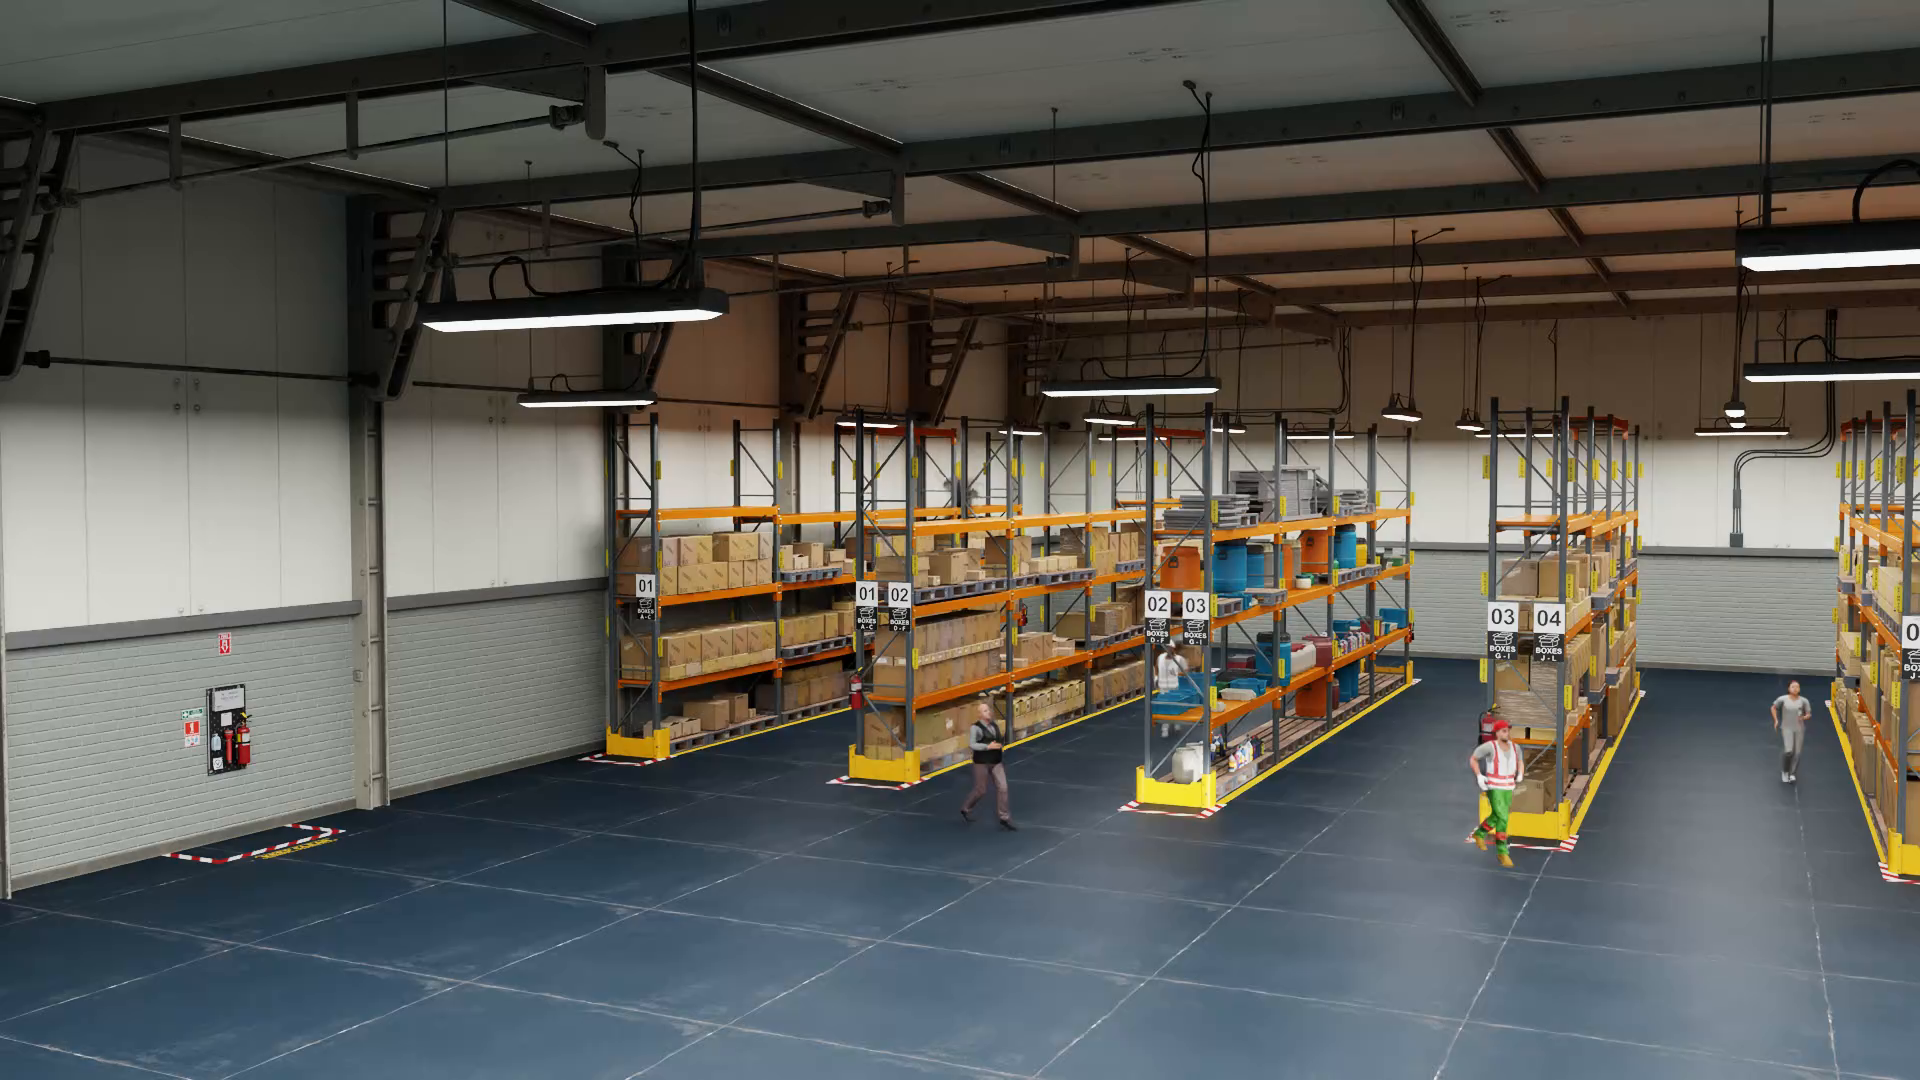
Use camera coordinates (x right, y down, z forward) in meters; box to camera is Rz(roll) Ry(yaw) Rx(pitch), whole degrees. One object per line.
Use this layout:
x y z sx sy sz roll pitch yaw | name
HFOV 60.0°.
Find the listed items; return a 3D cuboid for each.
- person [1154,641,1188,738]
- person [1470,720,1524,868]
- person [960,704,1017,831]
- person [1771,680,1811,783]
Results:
3.952 2.764 31.185 0.684 1.769 1.004 1 3 19 | person
6.919 3.204 21.352 0.670 1.815 0.885 -1 3 -22 | person
0.404 3.155 23.273 0.662 1.722 0.962 -2 3 -39 | person
13.257 3.048 26.487 0.541 1.642 0.650 1 2 16 | person
